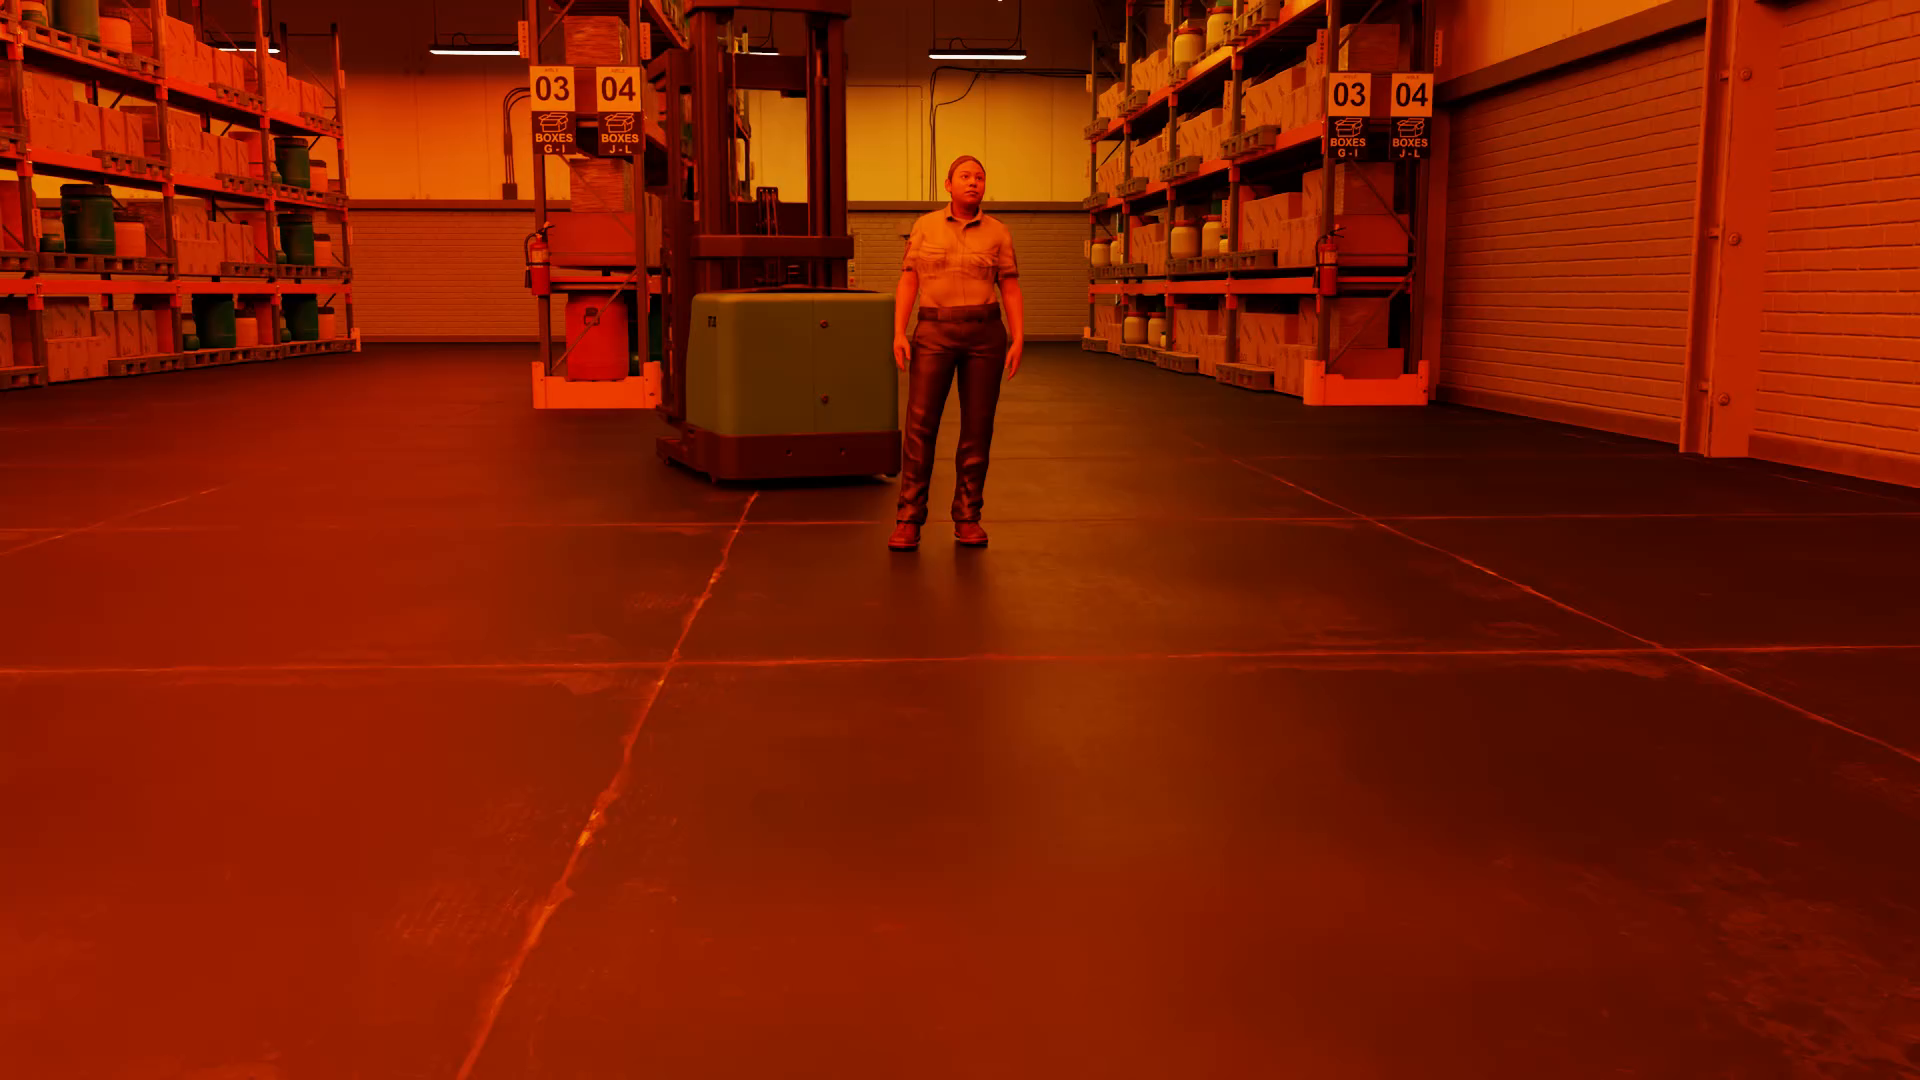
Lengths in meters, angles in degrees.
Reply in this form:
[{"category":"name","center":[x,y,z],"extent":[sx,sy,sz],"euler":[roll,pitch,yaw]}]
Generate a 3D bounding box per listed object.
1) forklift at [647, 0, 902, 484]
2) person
[{"category":"forklift","center":[-1.311,-1.936,10.370],"extent":[1.130,2.935,3.031],"euler":[-3,9,-20]},{"category":"person","center":[-0.017,-0.810,7.098],"extent":[0.598,1.651,0.503],"euler":[-1,8,-4]}]
